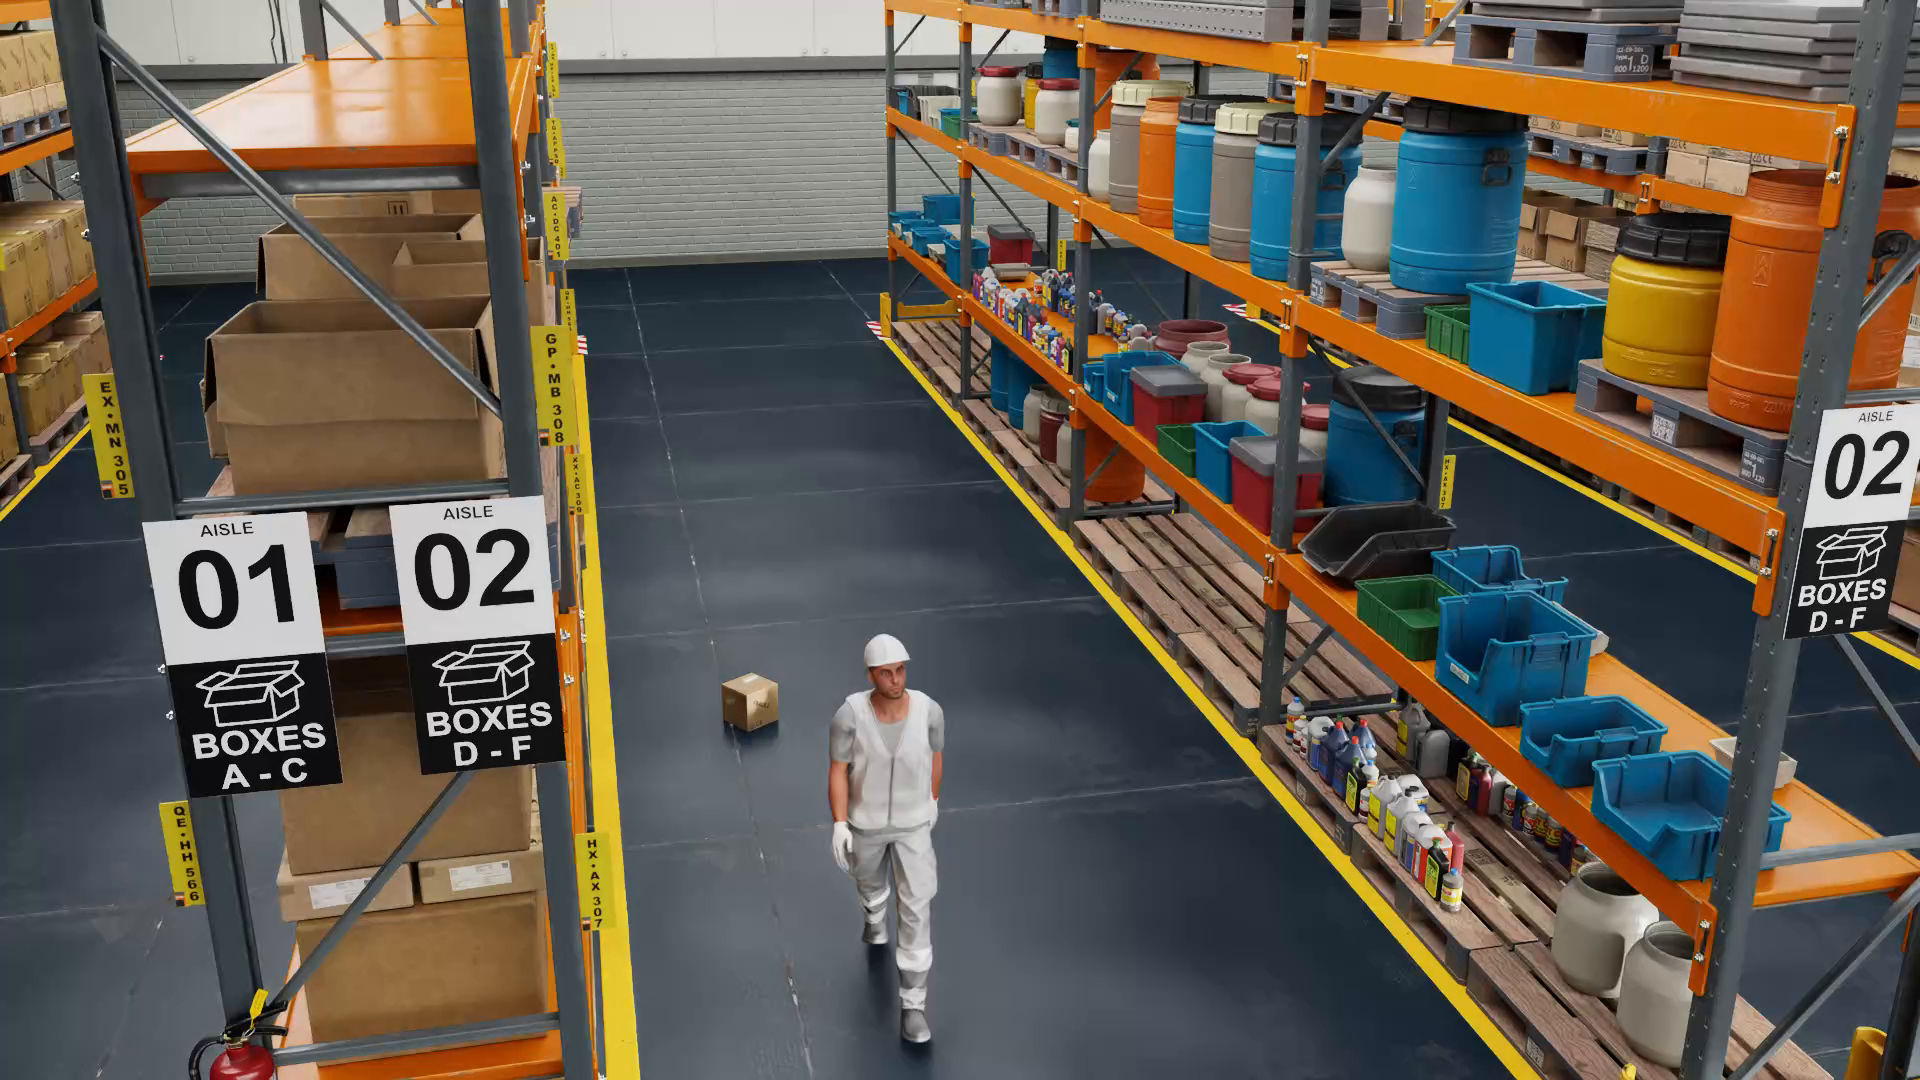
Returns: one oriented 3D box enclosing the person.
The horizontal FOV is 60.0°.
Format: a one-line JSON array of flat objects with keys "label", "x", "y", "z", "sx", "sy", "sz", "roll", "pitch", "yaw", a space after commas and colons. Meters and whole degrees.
[{"label": "person", "x": -0.322, "y": 1.266, "z": 7.455, "sx": 0.527, "sy": 1.745, "sz": 1.048, "roll": -1, "pitch": 19, "yaw": -4}]
